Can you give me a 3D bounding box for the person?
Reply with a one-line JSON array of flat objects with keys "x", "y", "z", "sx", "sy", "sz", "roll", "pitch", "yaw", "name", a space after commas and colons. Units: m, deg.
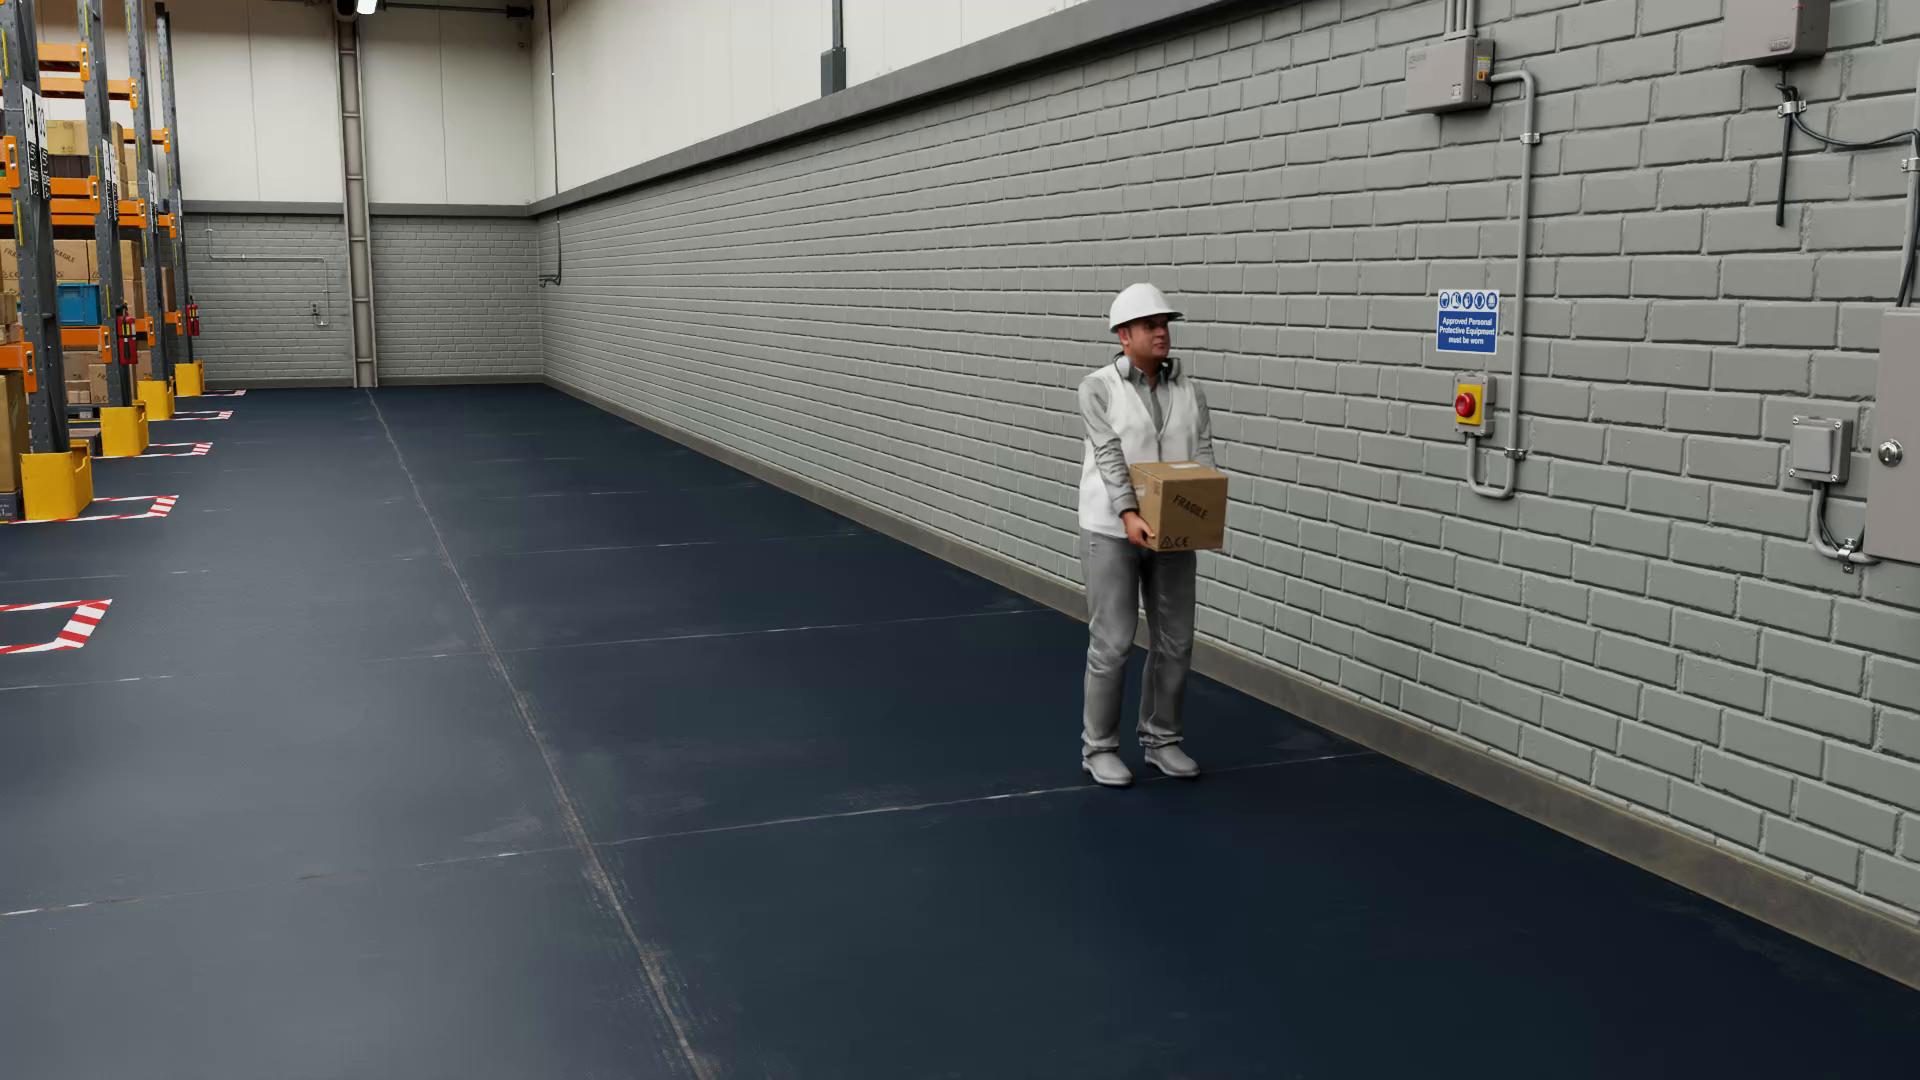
[{"x": 0.692, "y": -0.013, "z": 5.876, "sx": 0.495, "sy": 1.767, "sz": 0.554, "roll": -3, "pitch": 9, "yaw": -20, "name": "person"}]
